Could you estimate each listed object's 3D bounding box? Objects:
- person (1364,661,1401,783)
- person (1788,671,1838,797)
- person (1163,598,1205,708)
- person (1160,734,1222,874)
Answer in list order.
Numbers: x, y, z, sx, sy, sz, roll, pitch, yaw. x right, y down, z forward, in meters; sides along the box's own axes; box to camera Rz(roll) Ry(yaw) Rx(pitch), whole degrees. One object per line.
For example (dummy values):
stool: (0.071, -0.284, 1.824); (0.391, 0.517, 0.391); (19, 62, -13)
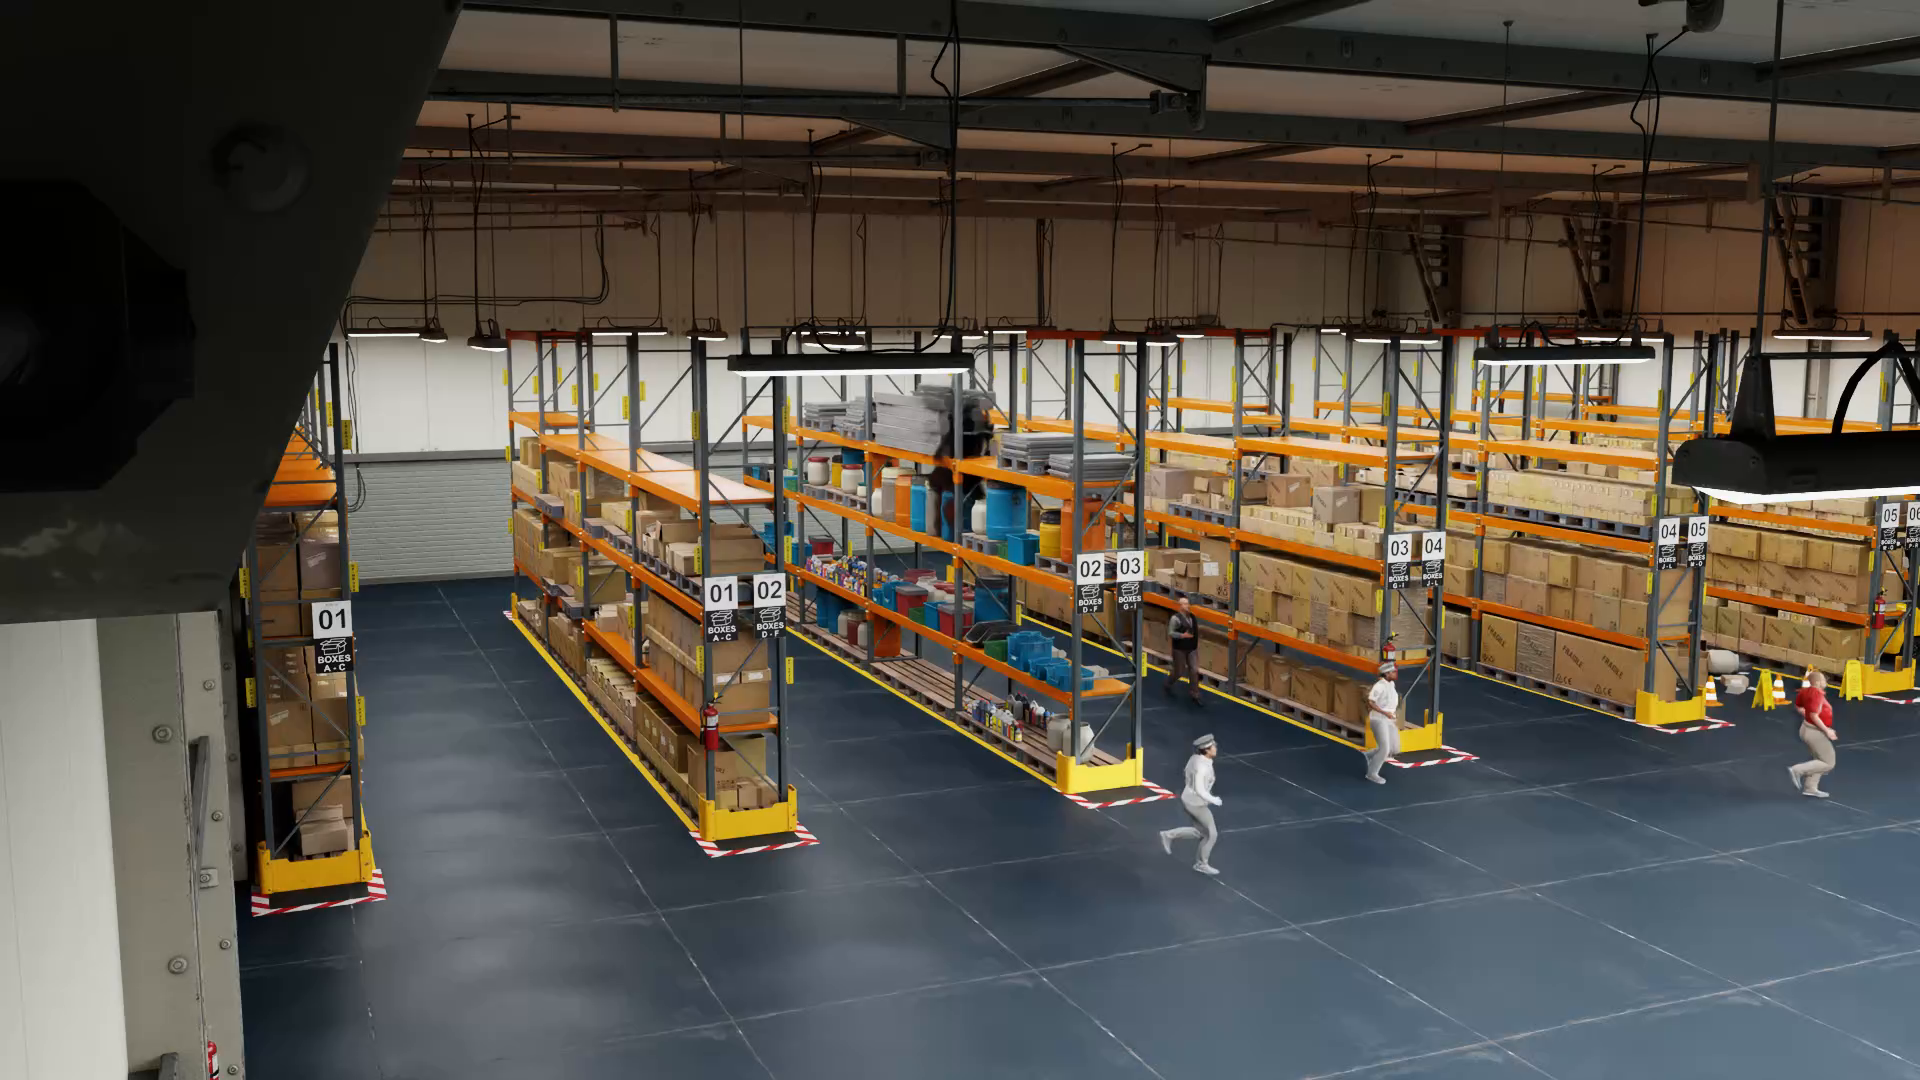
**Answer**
person: (5.786, 2.459, 22.734); (0.537, 1.624, 0.578); (8, 11, 44)
person: (11.172, 2.554, 21.813); (0.602, 1.676, 0.664); (1, 8, 6)
person: (3.639, 1.792, 26.980); (0.657, 1.724, 0.950); (-4, 9, -27)
person: (2.613, 2.995, 18.820); (0.675, 1.660, 0.643); (0, 8, -2)
